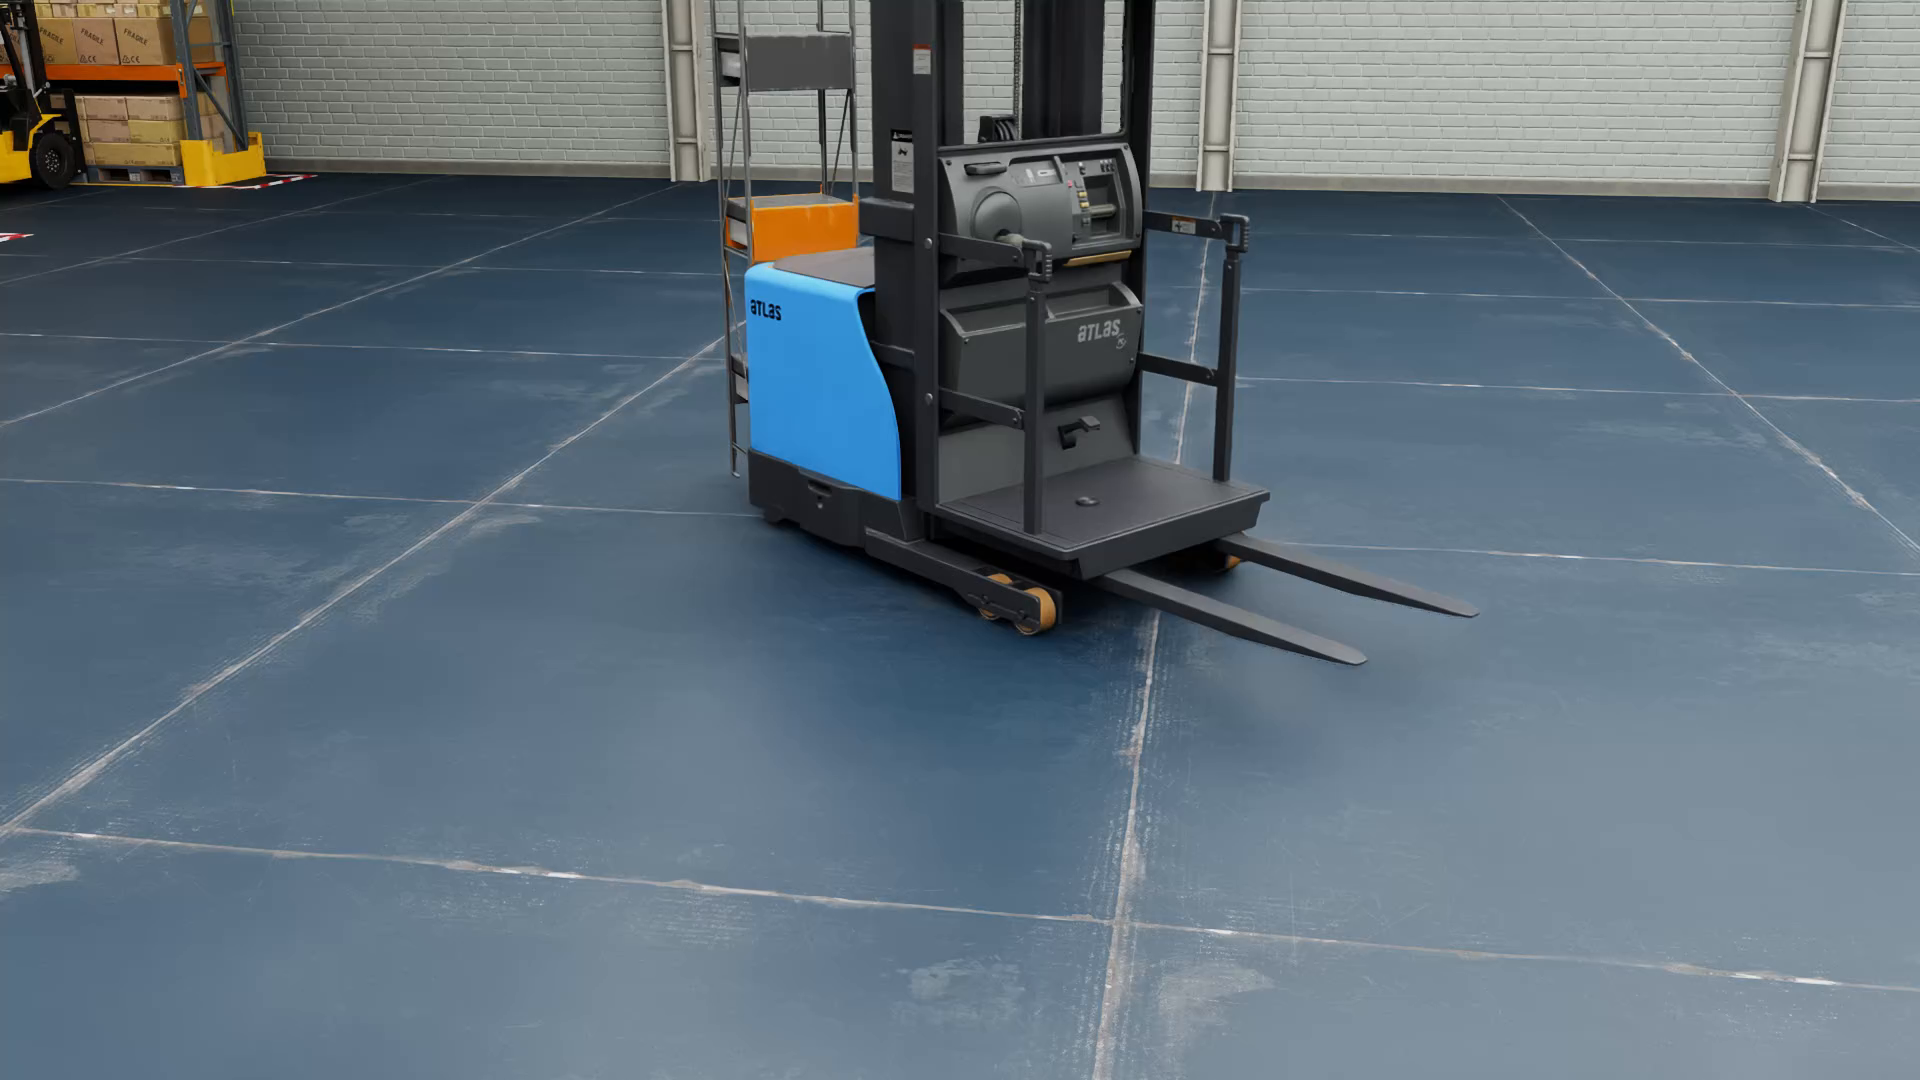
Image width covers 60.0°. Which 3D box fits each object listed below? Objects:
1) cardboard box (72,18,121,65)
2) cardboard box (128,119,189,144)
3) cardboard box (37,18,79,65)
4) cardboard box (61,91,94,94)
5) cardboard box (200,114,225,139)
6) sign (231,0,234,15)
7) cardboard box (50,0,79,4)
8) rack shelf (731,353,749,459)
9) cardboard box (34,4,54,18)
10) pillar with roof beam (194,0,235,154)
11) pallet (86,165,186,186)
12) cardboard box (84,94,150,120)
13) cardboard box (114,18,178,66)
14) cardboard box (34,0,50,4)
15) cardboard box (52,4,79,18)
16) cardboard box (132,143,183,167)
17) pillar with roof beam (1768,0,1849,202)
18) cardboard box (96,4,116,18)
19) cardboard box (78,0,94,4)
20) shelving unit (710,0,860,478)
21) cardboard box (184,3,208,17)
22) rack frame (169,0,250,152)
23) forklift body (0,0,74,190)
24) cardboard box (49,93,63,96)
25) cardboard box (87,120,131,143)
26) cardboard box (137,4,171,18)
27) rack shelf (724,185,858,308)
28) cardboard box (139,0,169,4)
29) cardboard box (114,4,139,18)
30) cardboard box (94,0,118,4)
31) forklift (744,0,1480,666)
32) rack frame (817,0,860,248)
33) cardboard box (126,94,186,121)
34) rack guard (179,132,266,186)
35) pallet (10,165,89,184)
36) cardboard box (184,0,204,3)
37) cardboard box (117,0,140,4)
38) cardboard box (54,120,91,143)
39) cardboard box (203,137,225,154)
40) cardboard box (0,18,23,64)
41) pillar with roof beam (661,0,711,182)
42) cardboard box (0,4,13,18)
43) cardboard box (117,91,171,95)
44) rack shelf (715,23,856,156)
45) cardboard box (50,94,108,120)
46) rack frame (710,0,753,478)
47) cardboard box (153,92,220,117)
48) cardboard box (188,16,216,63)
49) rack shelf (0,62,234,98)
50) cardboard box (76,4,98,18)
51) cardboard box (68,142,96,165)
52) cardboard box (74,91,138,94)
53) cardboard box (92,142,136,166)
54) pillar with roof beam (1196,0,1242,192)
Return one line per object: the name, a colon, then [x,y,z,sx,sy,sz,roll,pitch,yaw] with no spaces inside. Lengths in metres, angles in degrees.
cardboard box: [-9.533,-5.598,18.649,0.500,0.500,0.500,4,19,10]
cardboard box: [-9.025,-4.638,18.821,0.500,0.250,0.500,3,19,8]
cardboard box: [-10.039,-5.624,18.726,0.500,0.500,0.500,3,19,8]
cardboard box: [-10.430,-5.113,19.451,0.500,0.250,0.500,3,19,8]
cardboard box: [-8.926,-4.800,19.306,0.500,0.250,0.500,3,19,10]
sign: [-8.401,-6.201,19.119,0.005,0.325,0.100,3,19,9]
cardboard box: [-9.902,-6.049,18.505,0.250,0.149,0.380,3,19,10]
rack shelf: [-0.750,-0.605,7.550,0.480,0.518,0.431,-9,20,-24]
cardboard box: [-10.152,-5.921,18.591,0.250,0.149,0.380,3,19,9]
pillar with roof beam: [-9.722,-7.393,14.716,0.400,9.000,9.100,3,19,9]
pallet: [-9.256,-4.282,19.268,1.213,0.211,1.003,3,19,9]
cardboard box: [-9.504,-4.898,18.810,0.500,0.250,0.500,3,19,10]
cardboard box: [-9.022,-5.569,18.562,0.500,0.500,0.500,3,19,7]
cardboard box: [-10.158,-6.060,18.539,0.250,0.149,0.380,3,19,10]
cardboard box: [-9.899,-5.914,18.572,0.250,0.149,0.380,2,19,7]
cardboard box: [-9.009,-4.399,18.895,0.500,0.250,0.500,3,19,9]
pillar with roof beam: [8.050,-6.487,12.009,0.400,9.000,9.100,3,19,9]
cardboard box: [-9.385,-5.900,18.528,0.250,0.149,0.380,3,19,10]
cardboard box: [-9.627,-6.070,18.570,0.250,0.149,0.380,3,19,9]
shelving unit: [-0.750,-1.281,7.324,0.503,2.100,0.431,-9,20,-24]
cardboard box: [-8.788,-6.033,18.925,0.250,0.149,0.380,2,19,7]
rack frame: [-8.495,-5.579,18.750,0.127,3.000,1.000,3,19,9]
forklift body: [-10.656,-4.701,17.462,1.214,2.155,2.313,3,19,9]
cardboard box: [-10.503,-4.948,18.960,0.500,0.250,0.500,3,19,8]
cardboard box: [-9.518,-4.667,18.907,0.500,0.250,0.500,3,19,8]
cardboard box: [-8.881,-5.864,18.421,0.250,0.149,0.380,3,19,9]
rack shelf: [-0.750,-1.269,7.328,0.480,0.518,0.431,-9,20,-24]
cardboard box: [-8.882,-6.027,18.441,0.250,0.149,0.380,3,19,9]
cardboard box: [-9.138,-5.867,18.432,0.250,0.149,0.380,3,19,10]
cardboard box: [-9.393,-6.035,18.463,0.250,0.149,0.380,3,19,10]
forklift: [0.450,-1.238,5.884,1.130,2.935,3.031,-15,24,-38]
rack frame: [-0.531,-1.315,7.425,0.015,2.100,0.400,-9,20,-24]
cardboard box: [-8.999,-4.874,18.738,0.500,0.250,0.500,4,19,10]
rack guard: [-8.471,-4.393,19.143,0.348,0.500,1.175,3,19,9]
pallet: [-10.457,-4.344,19.454,1.213,0.211,1.003,3,19,9]
cardboard box: [-8.792,-6.159,18.835,0.250,0.149,0.380,3,19,8]
cardboard box: [-9.130,-6.030,18.449,0.250,0.149,0.380,3,19,9]
cardboard box: [-10.031,-4.686,18.965,0.500,0.250,0.500,2,19,7]
cardboard box: [-8.949,-4.560,19.377,0.500,0.250,0.500,3,19,9]
cardboard box: [-10.537,-5.646,18.791,0.500,0.500,0.500,3,19,9]
pillar with roof beam: [-3.798,-7.091,13.814,0.400,9.000,9.100,3,19,9]
cardboard box: [-10.647,-5.953,18.688,0.250,0.149,0.380,3,19,8]
cardboard box: [-9.433,-5.056,19.282,0.500,0.250,0.500,3,19,9]
rack shelf: [-0.750,-1.932,7.106,0.480,0.518,0.431,-9,20,-24]
cardboard box: [-10.004,-4.920,18.876,0.500,0.250,0.500,3,19,9]
rack frame: [-0.970,-1.248,7.223,0.015,2.100,0.400,-9,20,-24]
cardboard box: [-8.939,-5.032,19.211,0.500,0.250,0.500,3,19,8]
cardboard box: [-8.940,-5.739,19.069,0.500,0.500,0.500,4,19,10]
rack shelf: [-10.469,-5.339,19.165,4.000,0.370,1.077,3,19,9]
cardboard box: [-9.628,-5.916,18.576,0.250,0.149,0.380,3,19,8]
cardboard box: [-9.991,-4.455,19.062,0.500,0.250,0.500,3,19,9]
cardboard box: [-9.925,-5.085,19.368,0.500,0.250,0.500,3,19,8]
cardboard box: [-9.498,-4.427,18.978,0.500,0.250,0.500,3,19,9]
pillar with roof beam: [2.126,-6.789,12.911,0.400,9.000,9.100,3,19,9]
